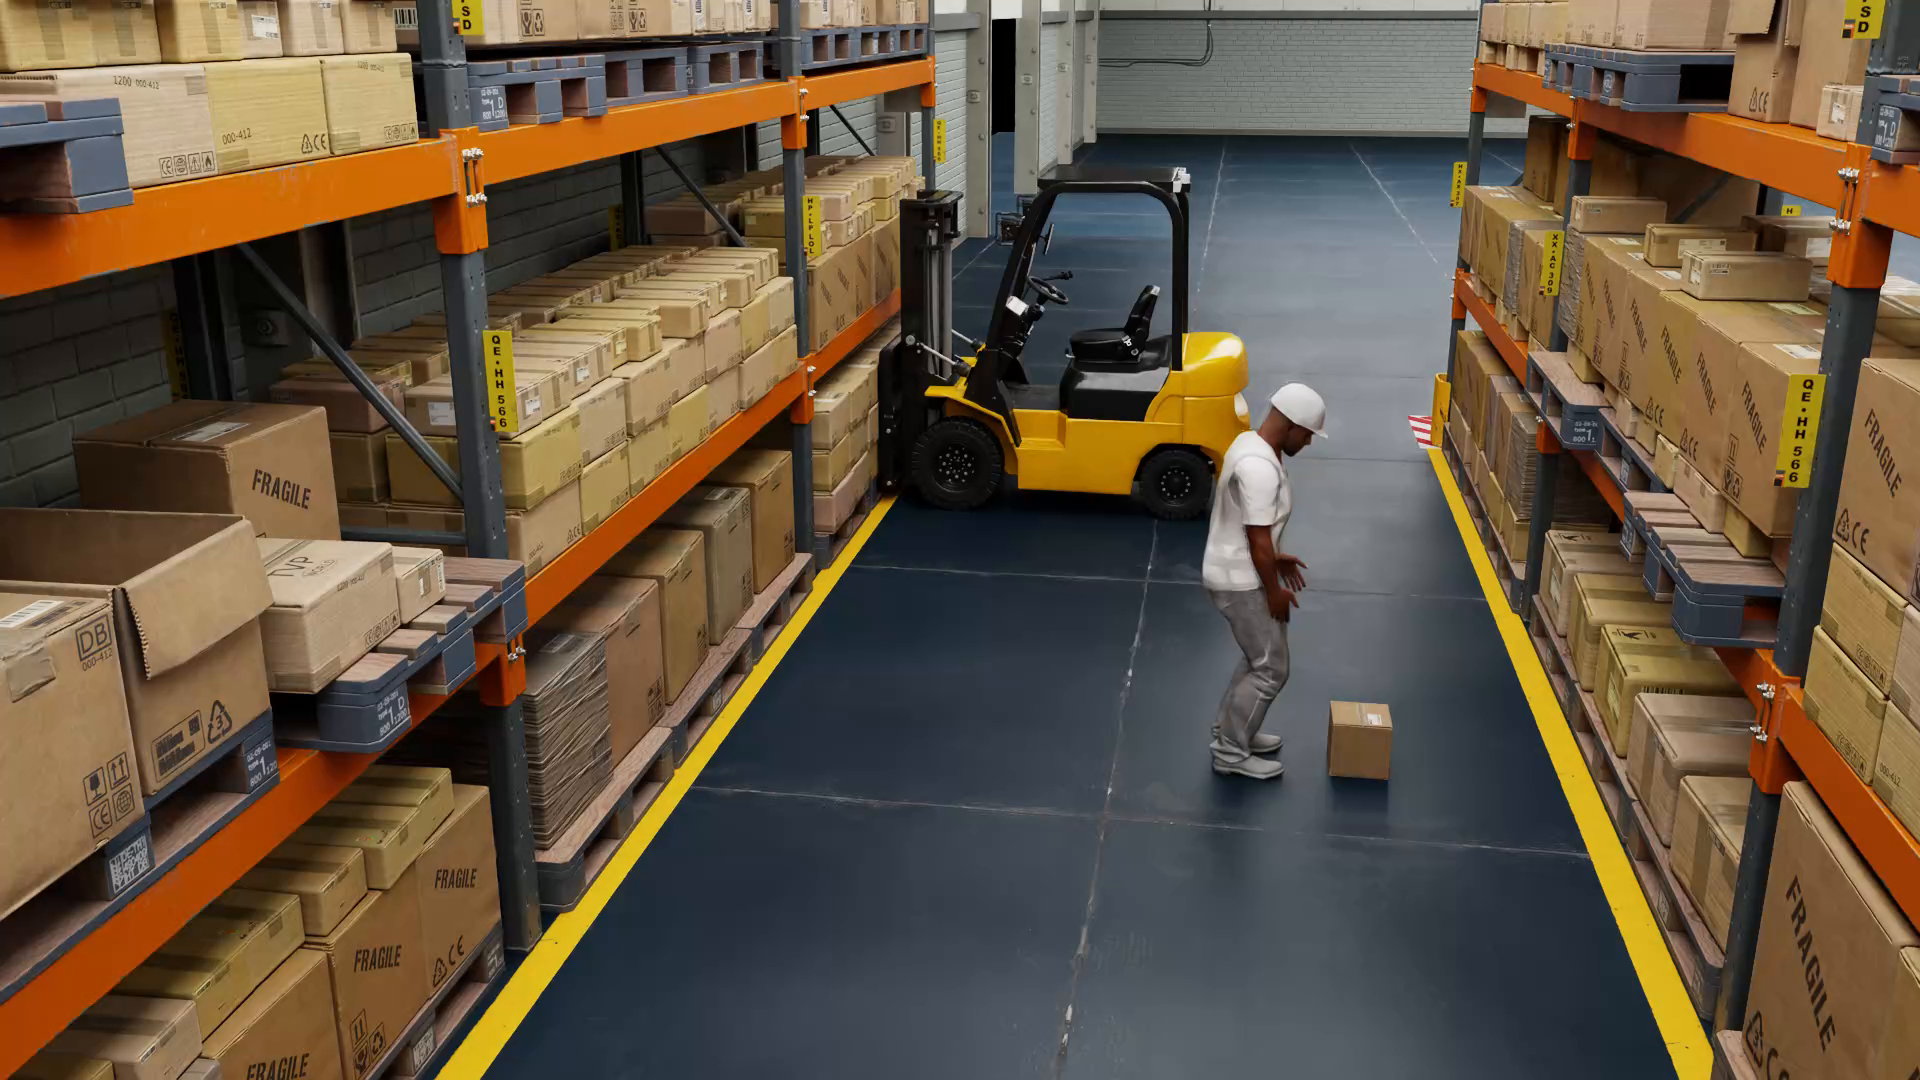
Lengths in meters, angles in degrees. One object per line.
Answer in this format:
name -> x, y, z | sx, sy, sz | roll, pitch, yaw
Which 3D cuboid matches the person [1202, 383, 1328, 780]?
person -> 1.288, 0.158, 7.140 | 0.491, 1.696, 0.598 | 3, 18, 10
